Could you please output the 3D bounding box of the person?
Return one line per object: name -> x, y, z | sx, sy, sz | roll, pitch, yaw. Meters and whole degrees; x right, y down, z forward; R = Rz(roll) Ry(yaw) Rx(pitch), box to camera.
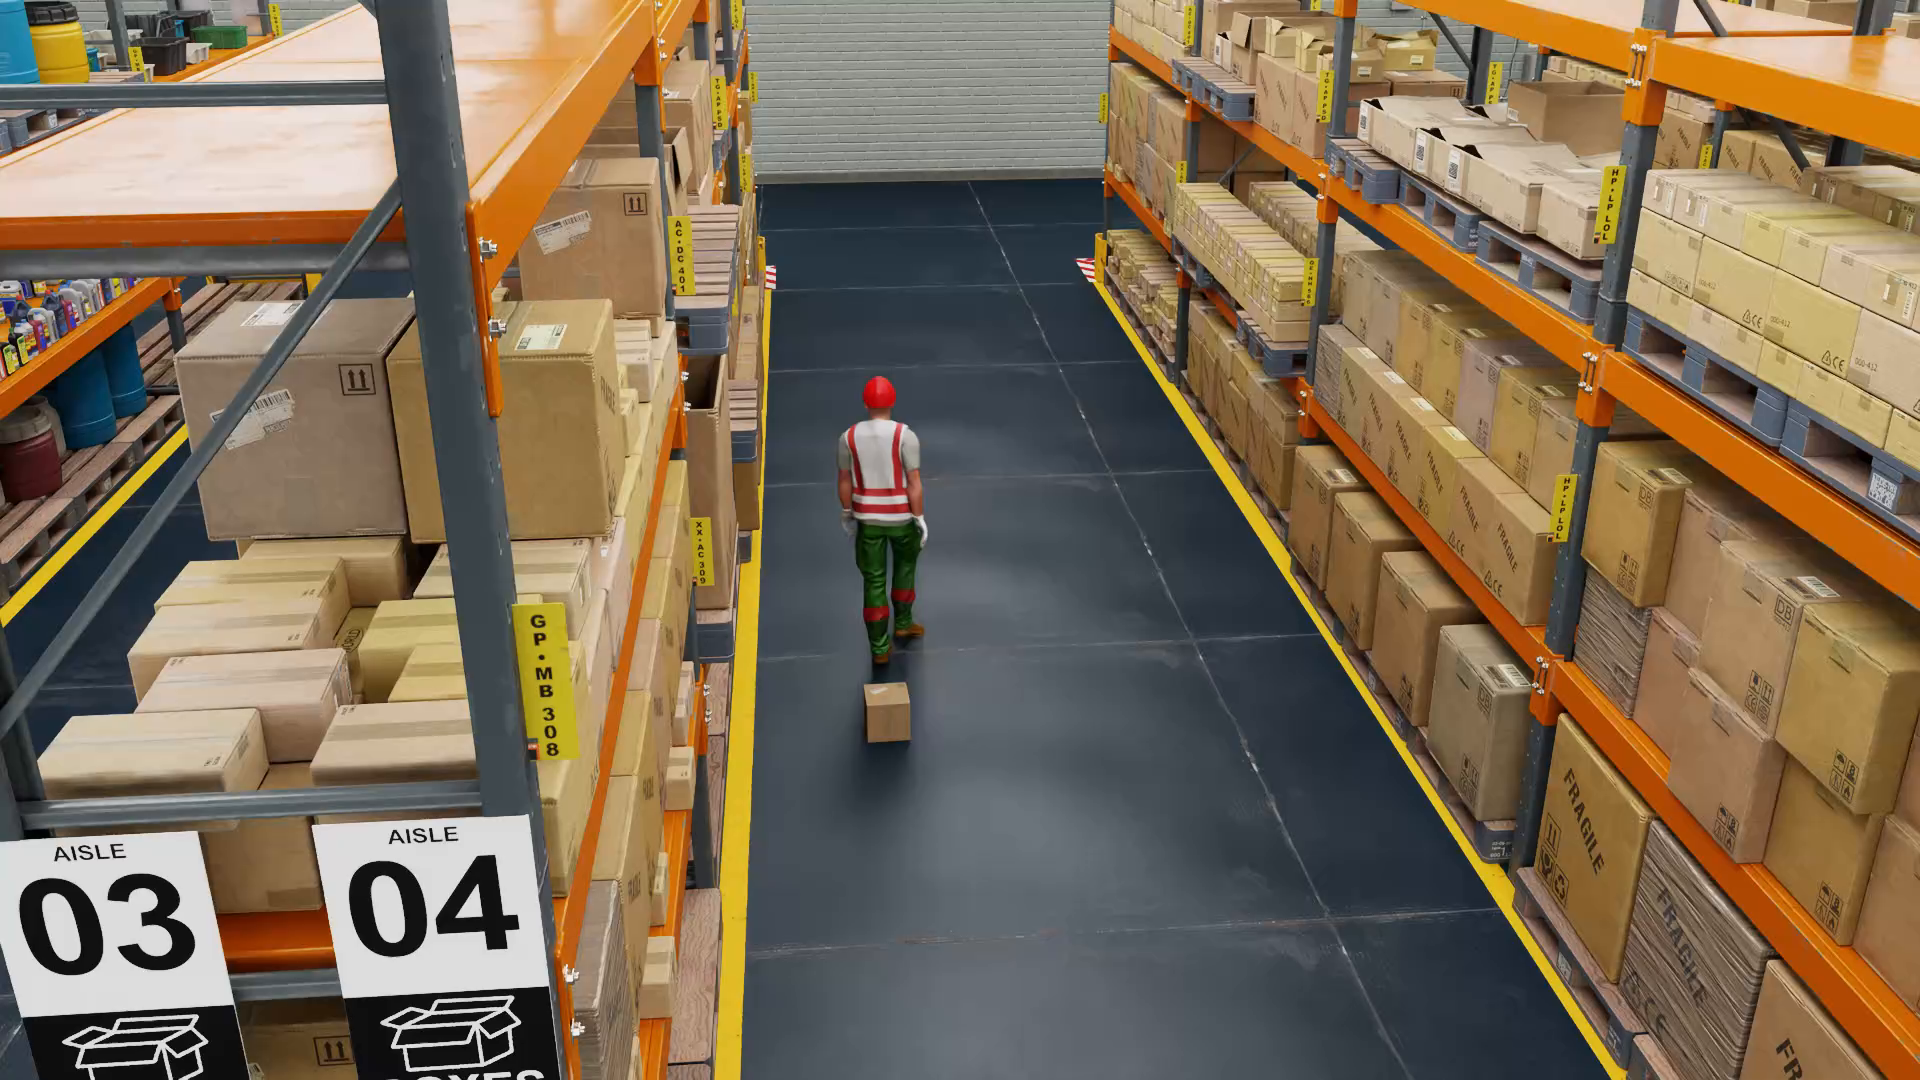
person -> -0.474, -0.166, 10.453 | 0.577, 1.776, 0.823 | 1, 24, 3
